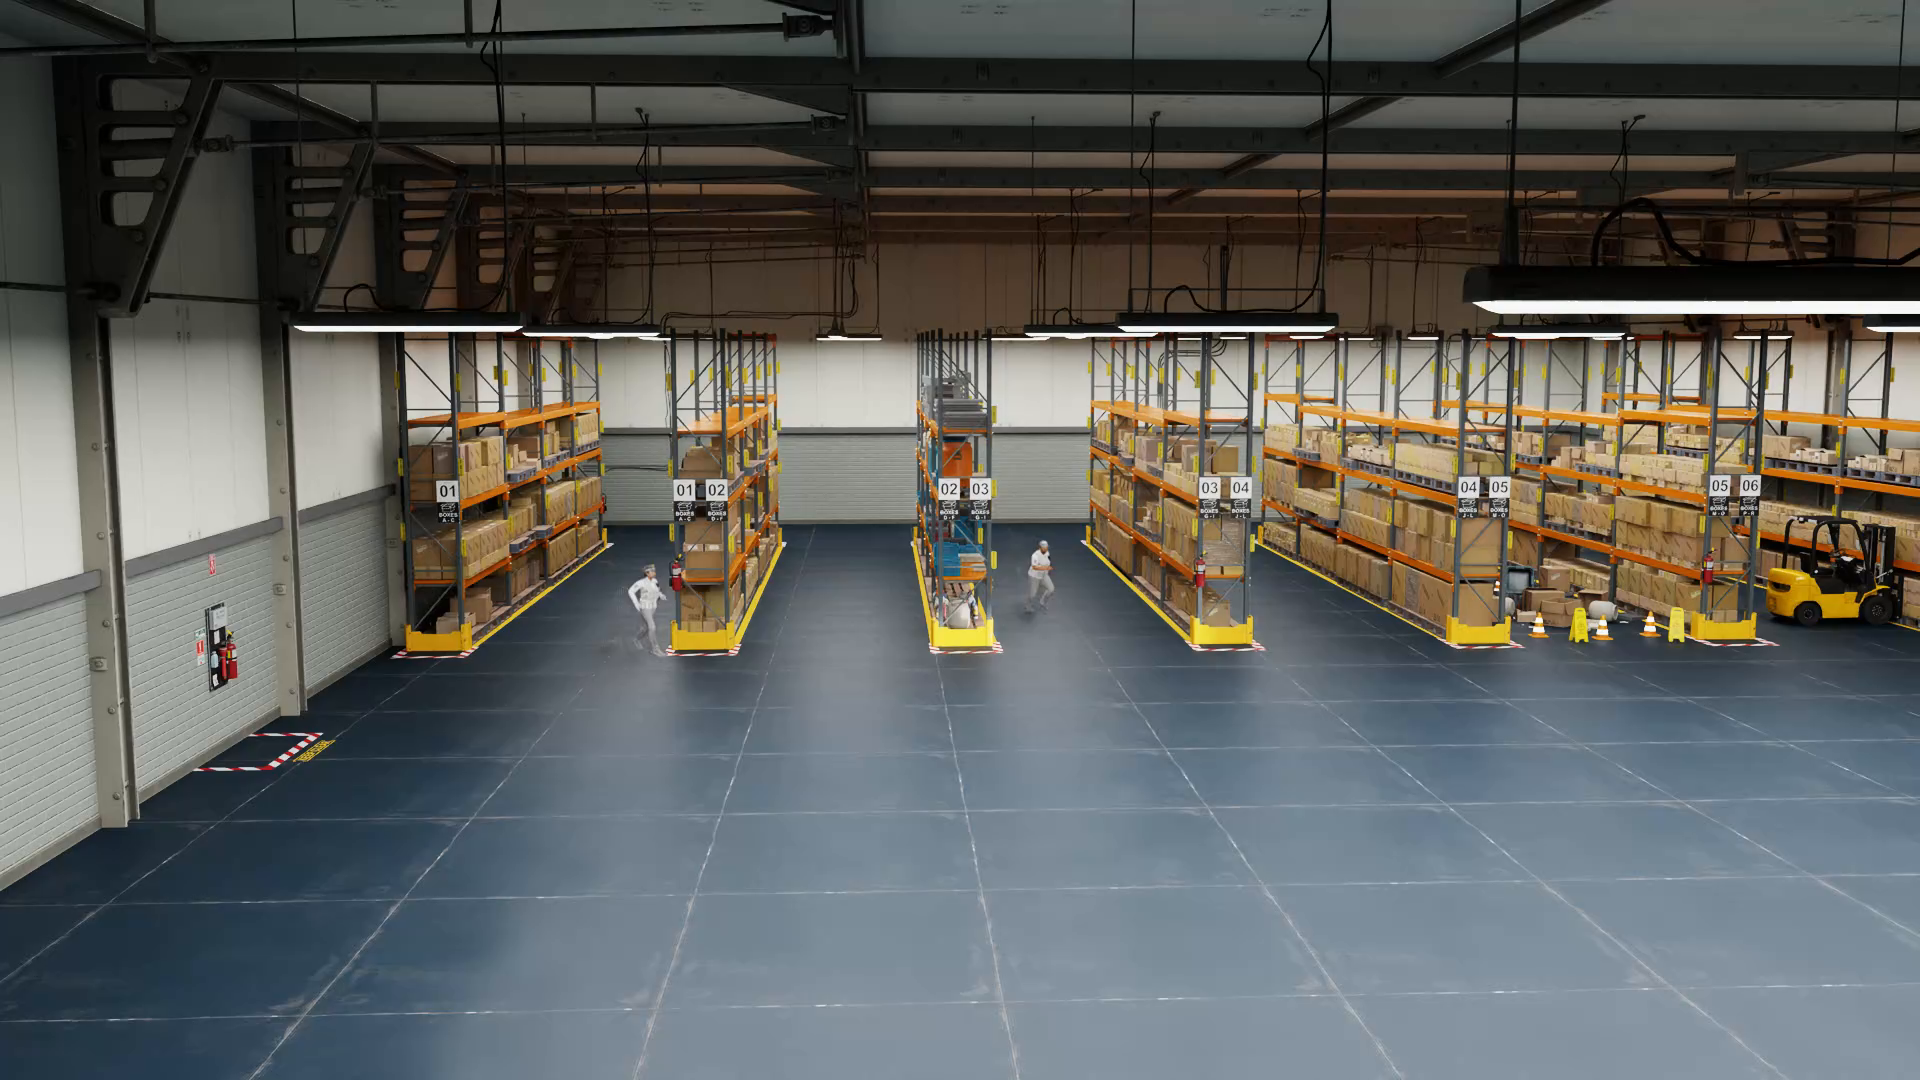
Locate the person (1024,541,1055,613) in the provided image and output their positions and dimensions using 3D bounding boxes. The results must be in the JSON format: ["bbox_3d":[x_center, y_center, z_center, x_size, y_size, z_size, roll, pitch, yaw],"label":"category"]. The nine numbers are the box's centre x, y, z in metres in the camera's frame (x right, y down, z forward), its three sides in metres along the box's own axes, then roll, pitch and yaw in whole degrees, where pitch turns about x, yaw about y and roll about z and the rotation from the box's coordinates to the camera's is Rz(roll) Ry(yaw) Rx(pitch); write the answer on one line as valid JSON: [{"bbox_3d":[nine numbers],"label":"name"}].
[{"bbox_3d":[1.704,0.781,35.303,0.605,1.578,0.905,-5,8,-35],"label":"person"}]

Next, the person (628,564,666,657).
[{"bbox_3d":[-5.760,1.272,30.579,0.949,1.687,0.631,4,8,34],"label":"person"}]

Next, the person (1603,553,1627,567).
[{"bbox_3d":[16.307,0.181,41.079,0.563,1.467,1.084,-3,7,-22],"label":"person"}]
